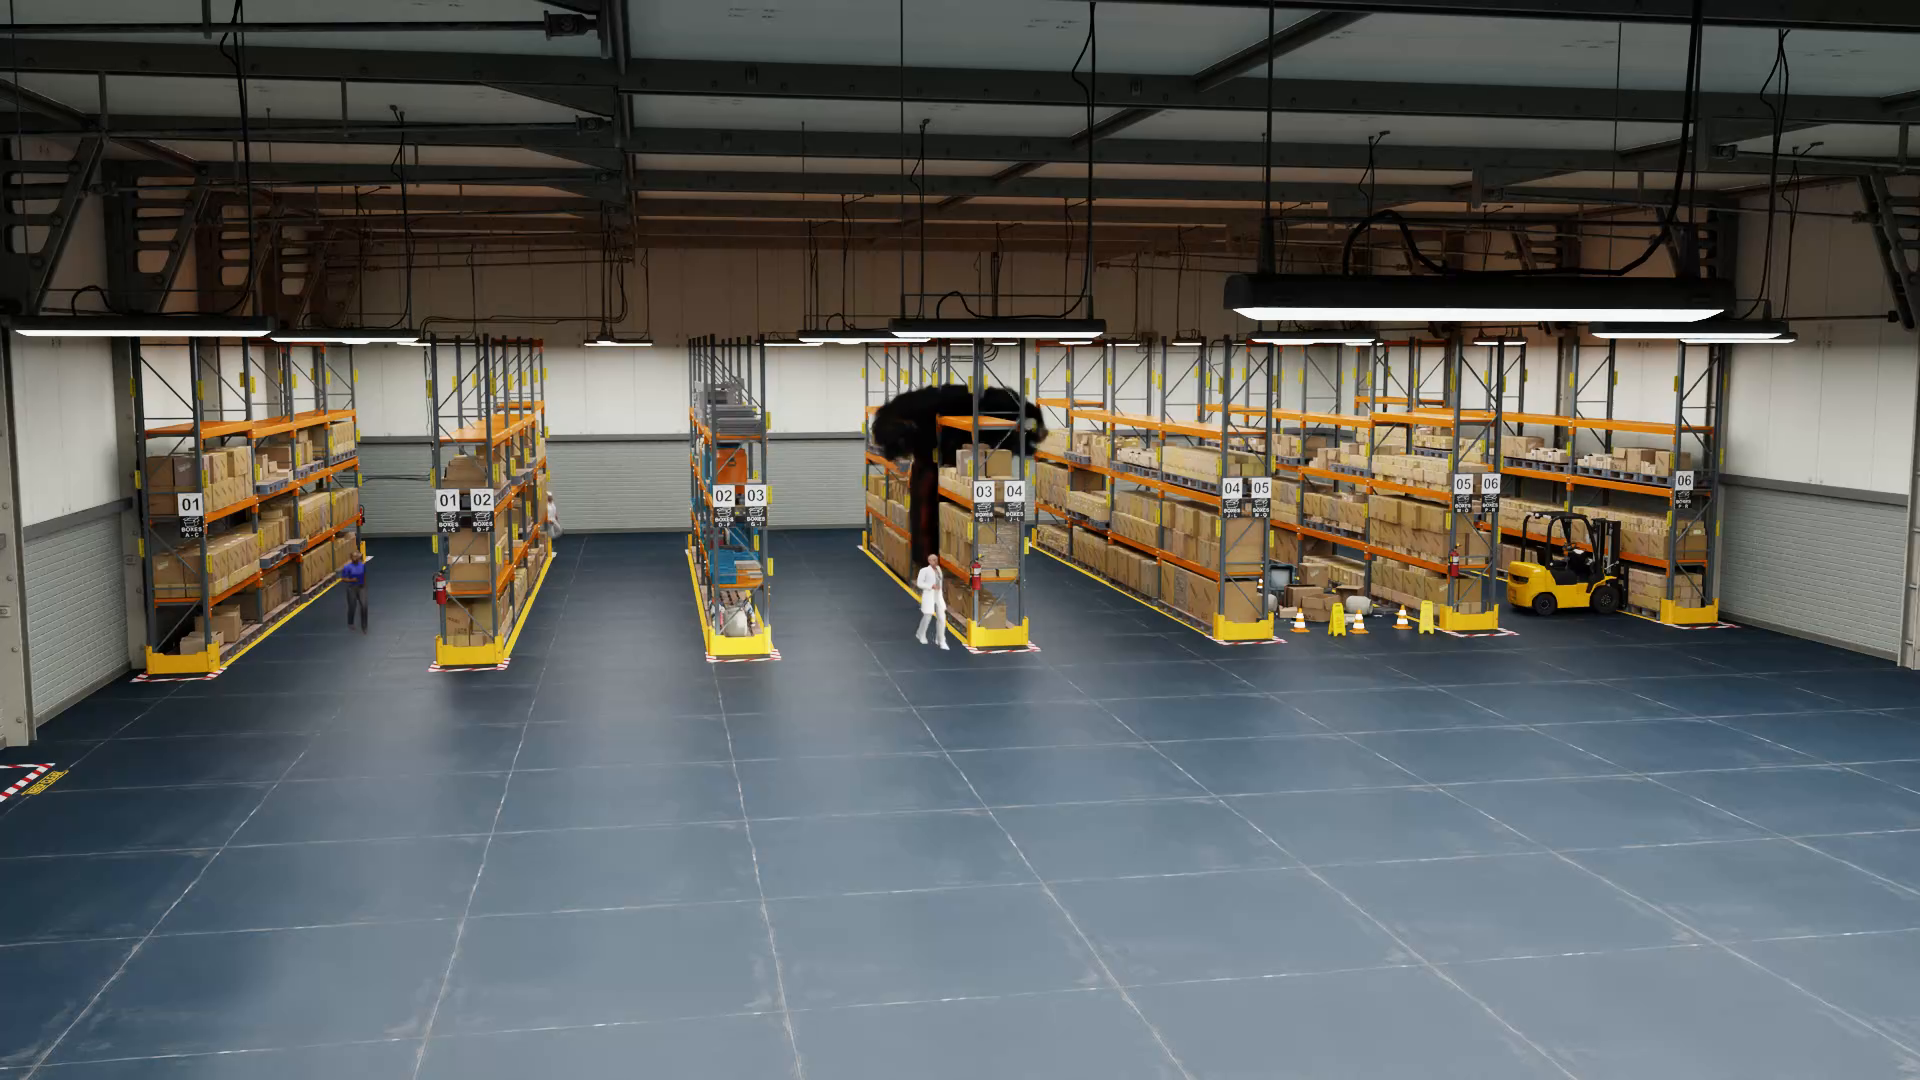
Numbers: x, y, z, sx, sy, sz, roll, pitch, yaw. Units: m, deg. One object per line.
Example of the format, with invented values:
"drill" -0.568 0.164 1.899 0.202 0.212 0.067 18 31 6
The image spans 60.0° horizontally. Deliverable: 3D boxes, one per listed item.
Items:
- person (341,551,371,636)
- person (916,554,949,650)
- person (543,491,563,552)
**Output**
"person" -12.185 1.065 33.498 0.569 1.704 0.788 -5 8 -36
"person" -0.575 1.184 32.038 0.688 1.843 0.873 -4 8 -33
"person" -11.549 -0.518 47.020 0.538 1.727 0.725 1 7 10
